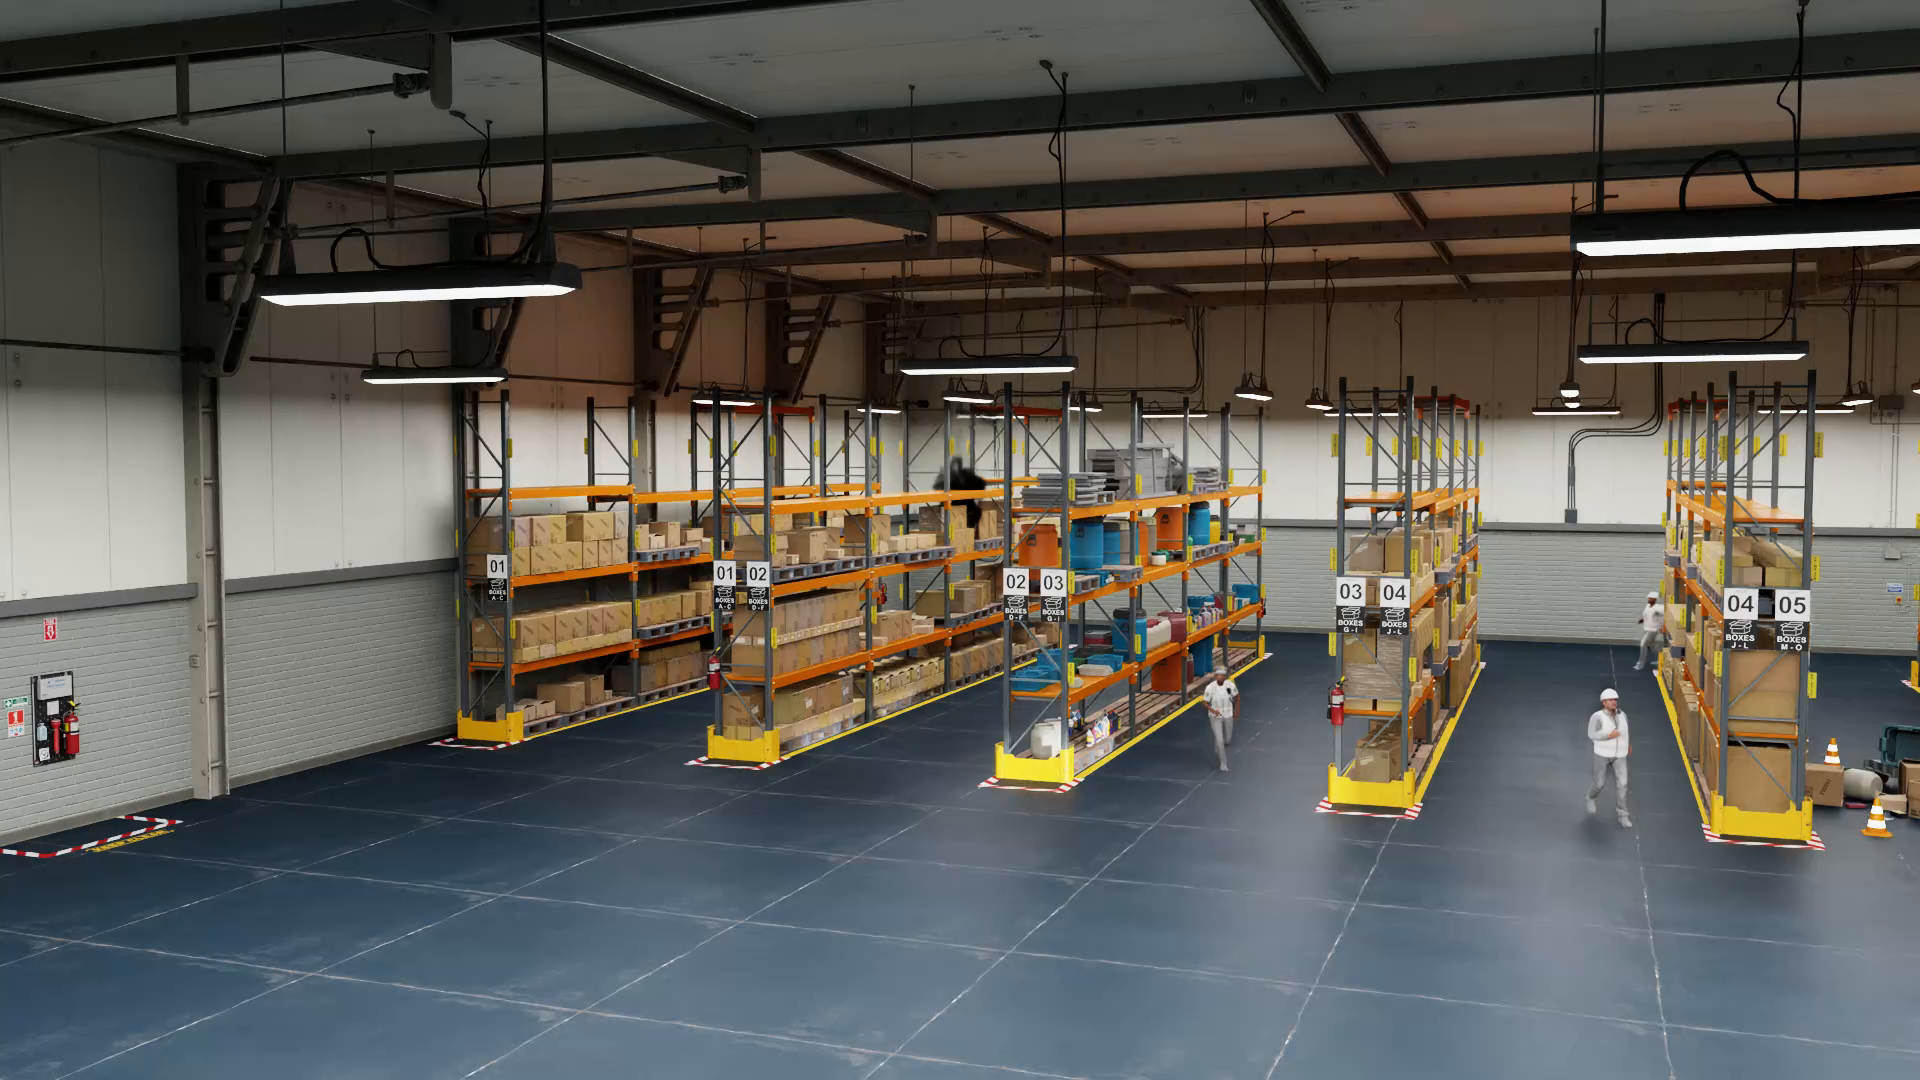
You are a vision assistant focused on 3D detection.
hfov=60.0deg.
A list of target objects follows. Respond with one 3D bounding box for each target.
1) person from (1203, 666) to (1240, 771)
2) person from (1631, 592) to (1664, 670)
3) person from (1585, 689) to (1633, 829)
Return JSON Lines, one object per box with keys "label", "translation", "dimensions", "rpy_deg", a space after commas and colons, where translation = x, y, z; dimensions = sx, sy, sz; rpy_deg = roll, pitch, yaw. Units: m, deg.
{"label": "person", "translation": [4.094, 2.770, 26.006], "dimensions": [0.609, 1.654, 0.668], "rpy_deg": [0, 3, -3]}
{"label": "person", "translation": [15.631, 2.055, 37.549], "dimensions": [0.861, 1.795, 0.762], "rpy_deg": [0, 3, -4]}
{"label": "person", "translation": [8.681, 2.875, 22.202], "dimensions": [0.657, 1.778, 0.958], "rpy_deg": [0, 3, -3]}
